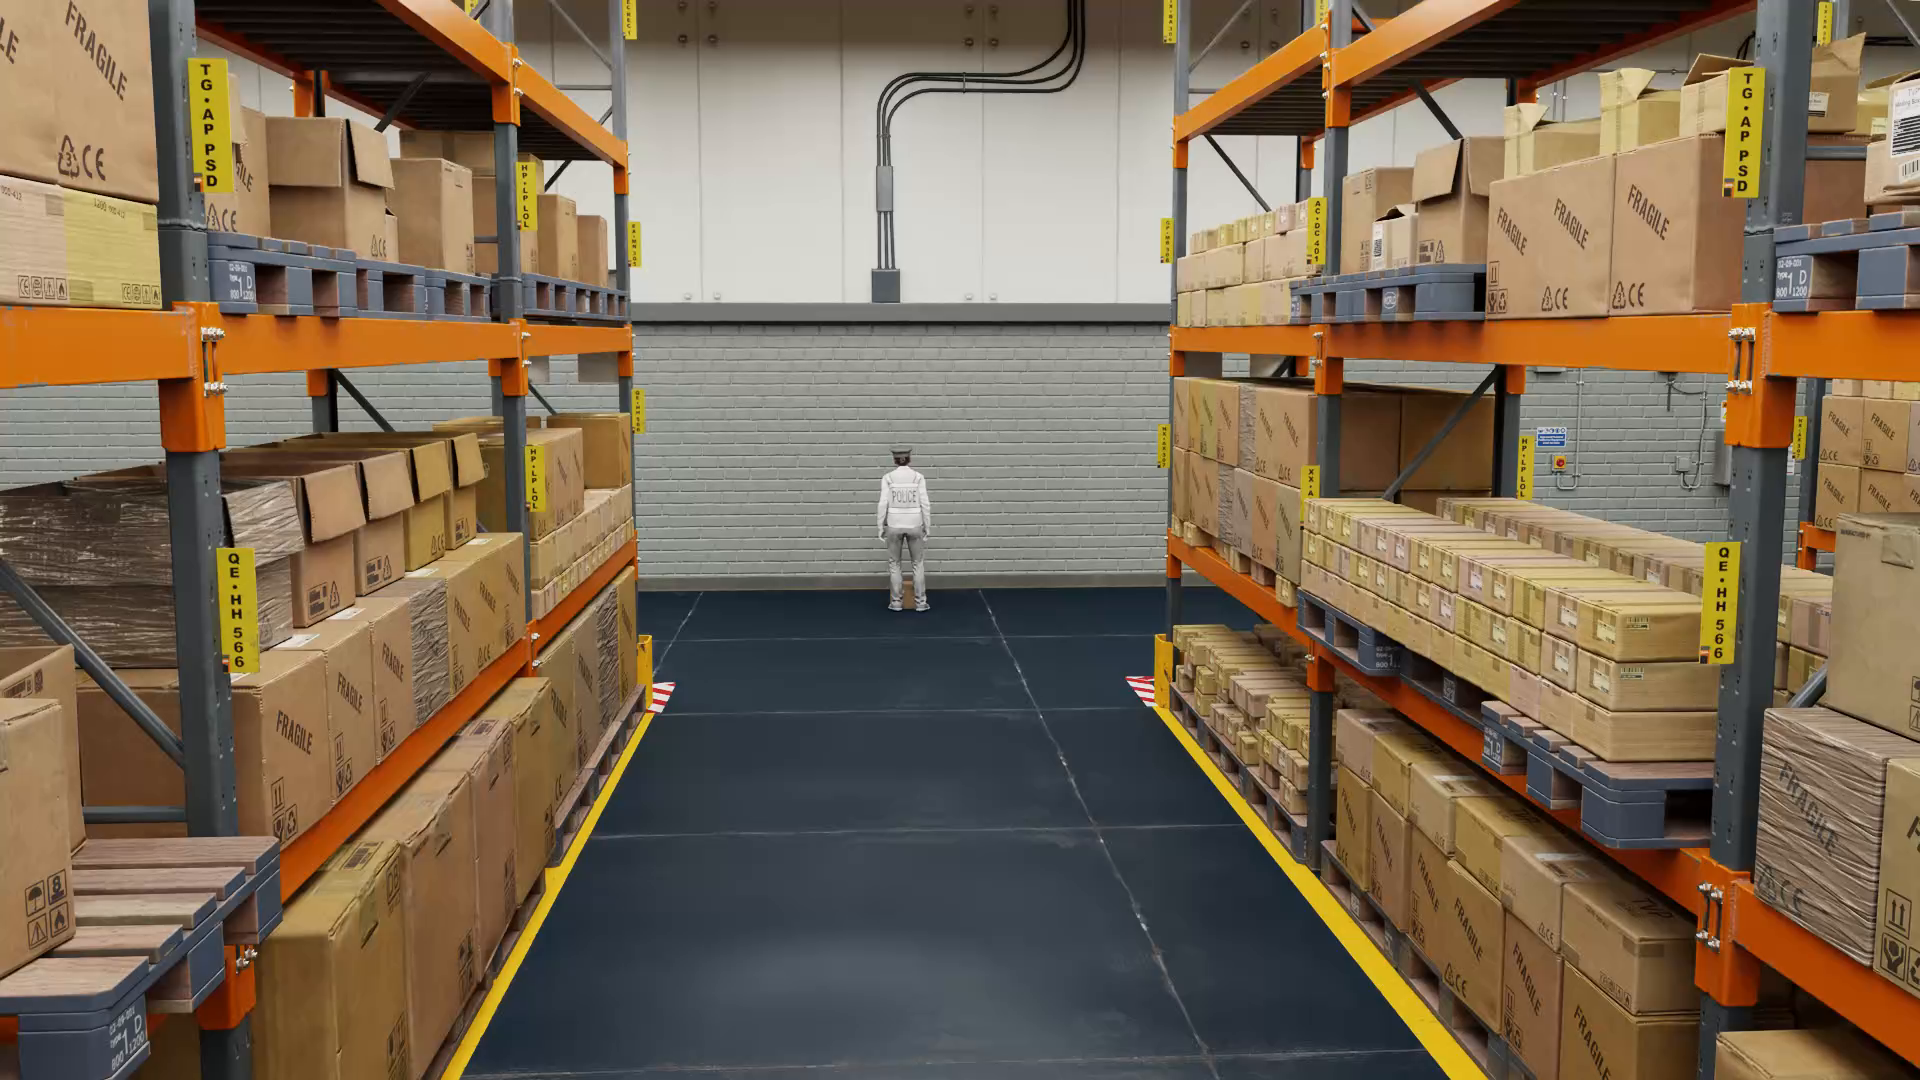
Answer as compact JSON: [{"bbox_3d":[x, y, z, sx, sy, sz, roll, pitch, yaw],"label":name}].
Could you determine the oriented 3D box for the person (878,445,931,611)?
[{"bbox_3d":[-0.559,-0.113,16.659,0.530,1.663,0.404,-1,7,-4],"label":"person"}]
